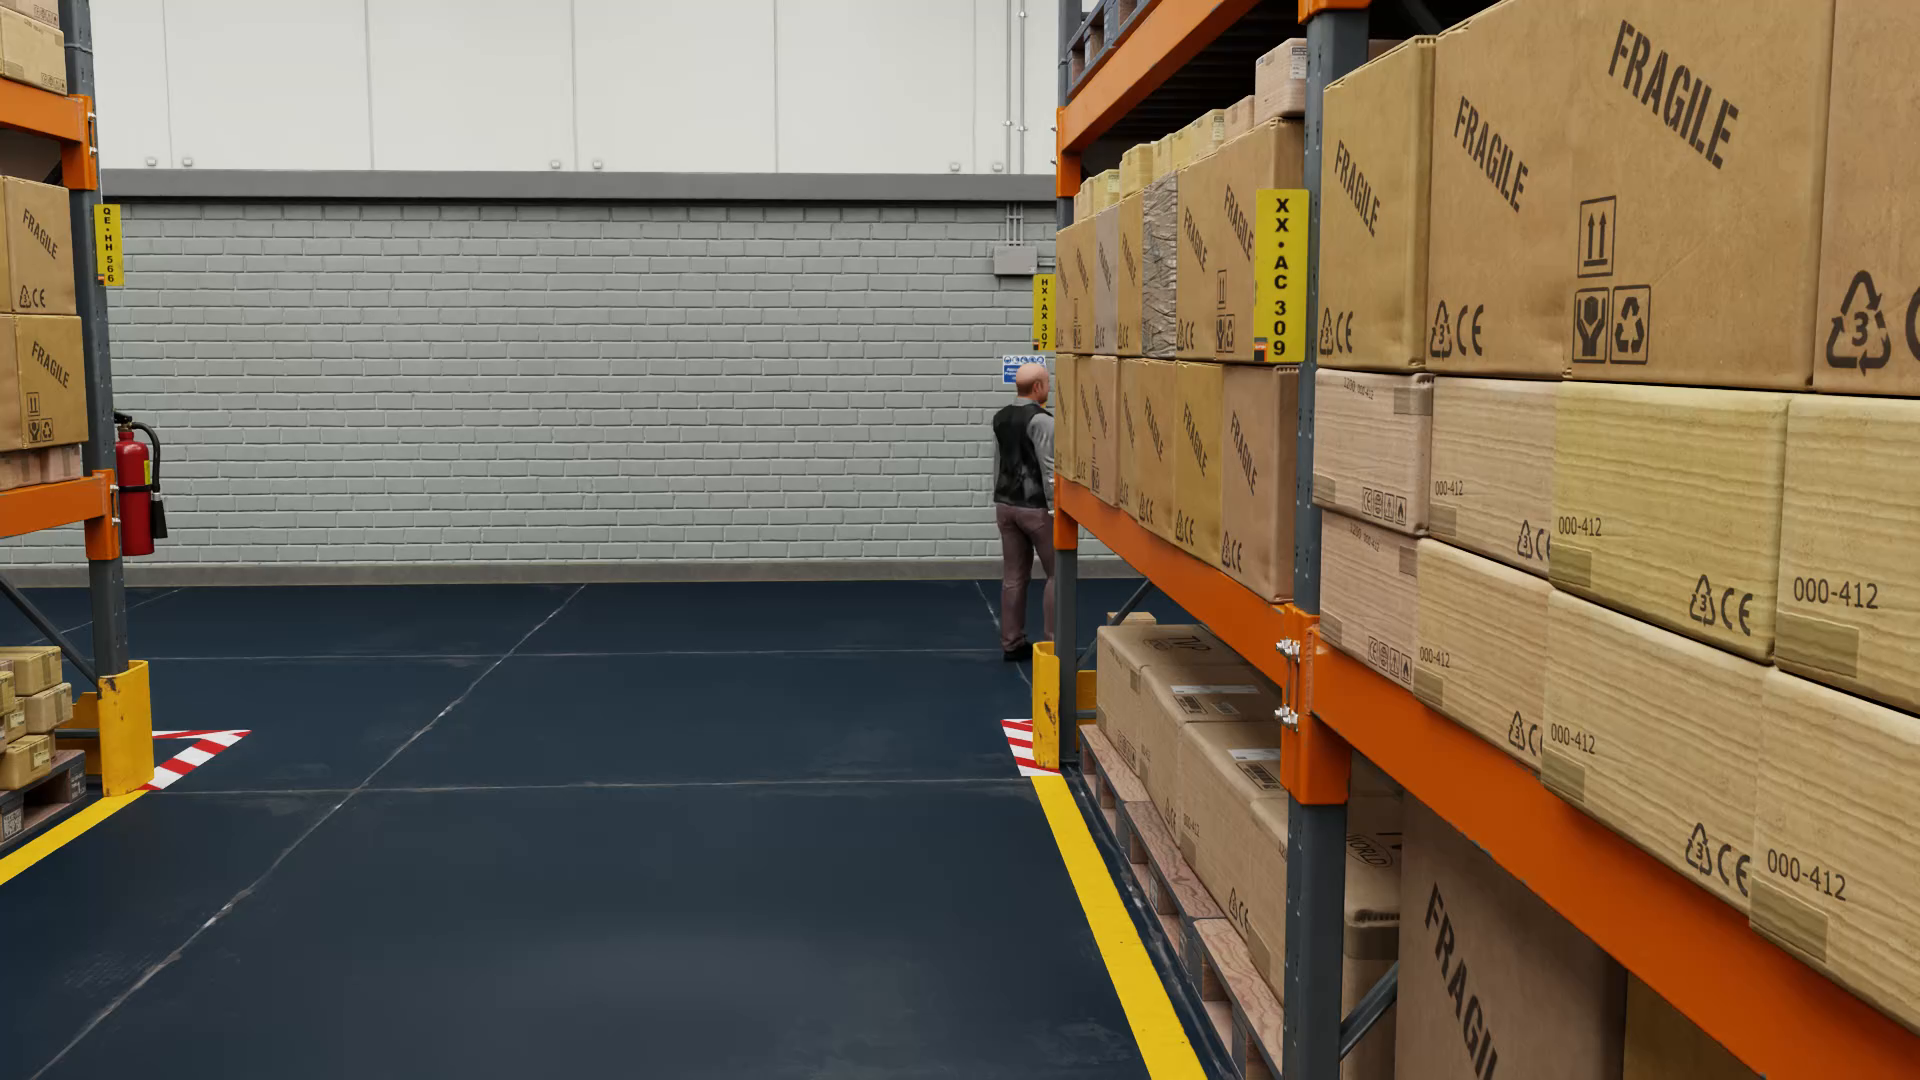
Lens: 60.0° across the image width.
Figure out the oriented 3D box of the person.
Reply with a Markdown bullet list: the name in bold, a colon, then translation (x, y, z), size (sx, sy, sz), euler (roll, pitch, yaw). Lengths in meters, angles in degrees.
- **person**: translation (0.435, -0.134, 9.651), size (0.435, 1.784, 0.572), euler (-6, 9, -39)
